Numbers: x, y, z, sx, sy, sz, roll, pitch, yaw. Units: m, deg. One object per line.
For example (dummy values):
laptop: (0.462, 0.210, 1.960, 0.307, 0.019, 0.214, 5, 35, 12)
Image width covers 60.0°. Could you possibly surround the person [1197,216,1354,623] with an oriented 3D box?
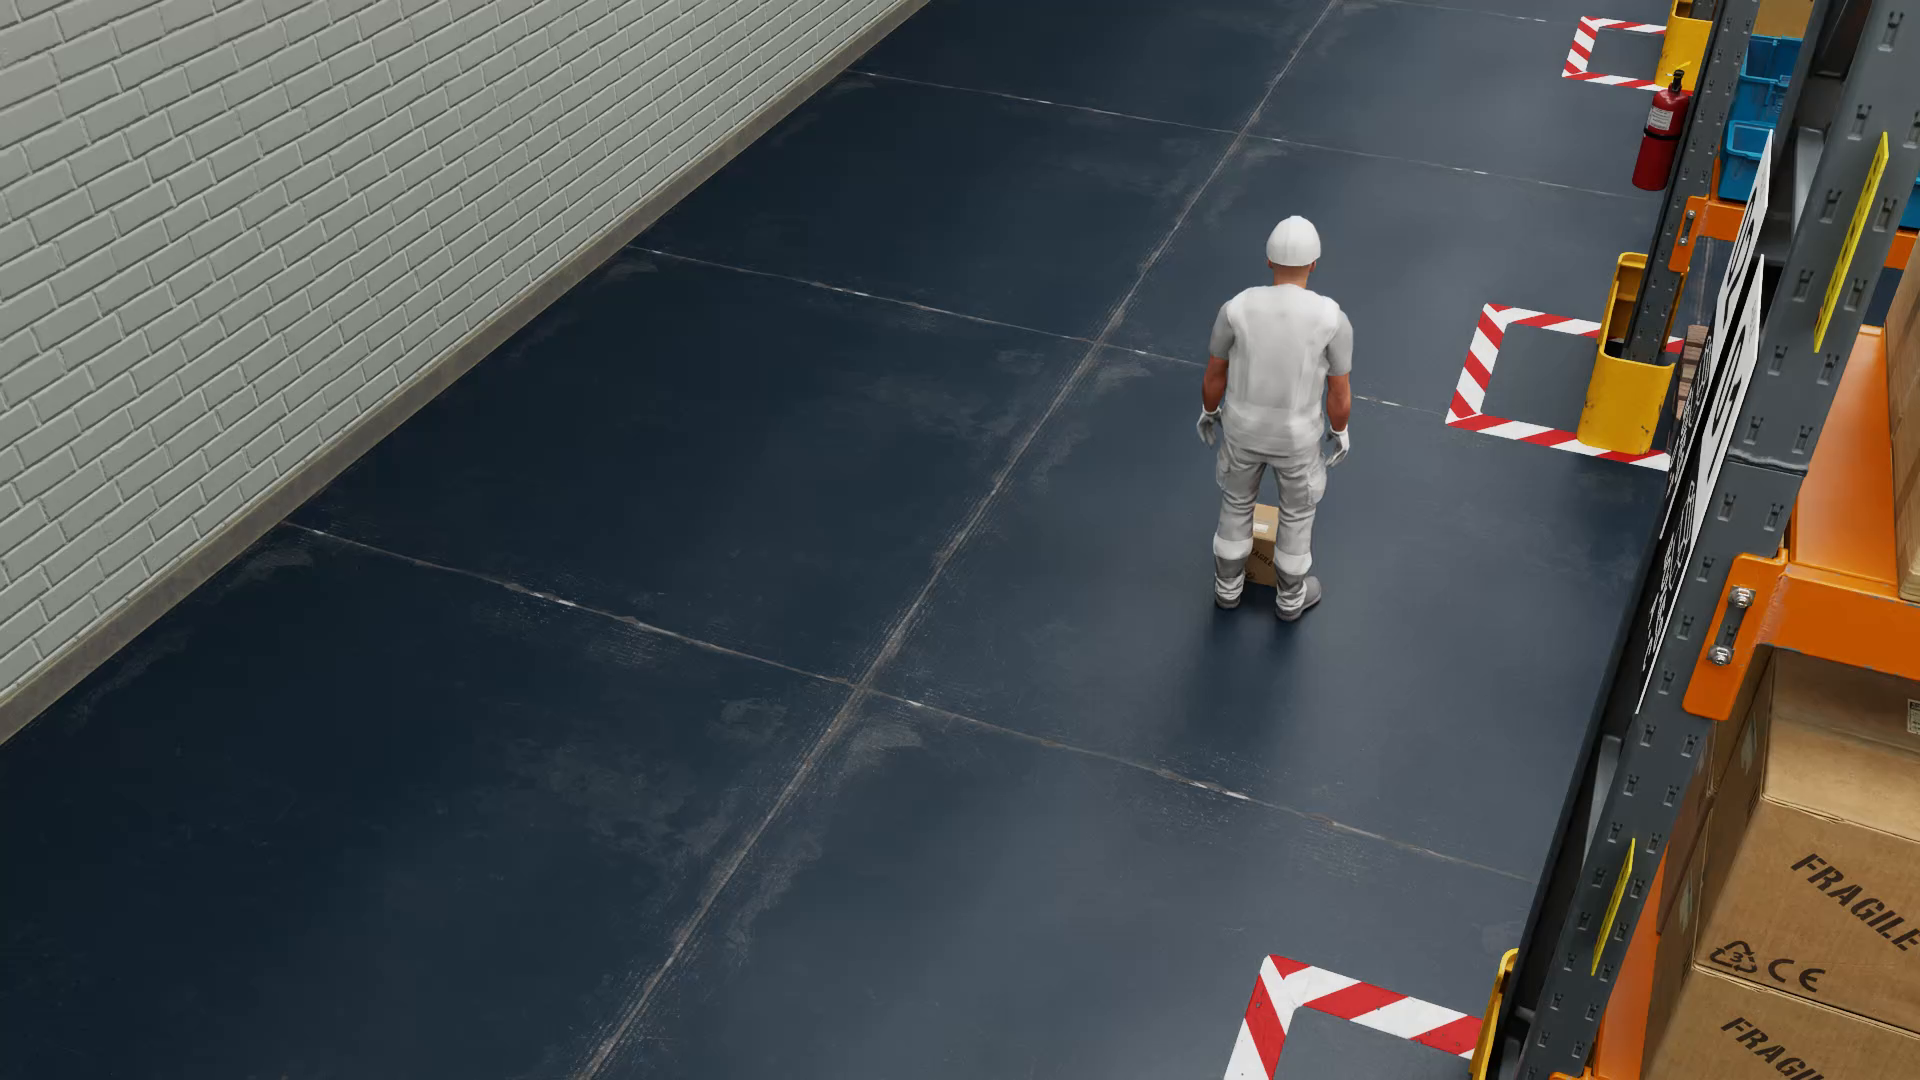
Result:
person: (1.270, -0.460, 6.744, 0.620, 1.780, 0.446, 12, 39, 15)
